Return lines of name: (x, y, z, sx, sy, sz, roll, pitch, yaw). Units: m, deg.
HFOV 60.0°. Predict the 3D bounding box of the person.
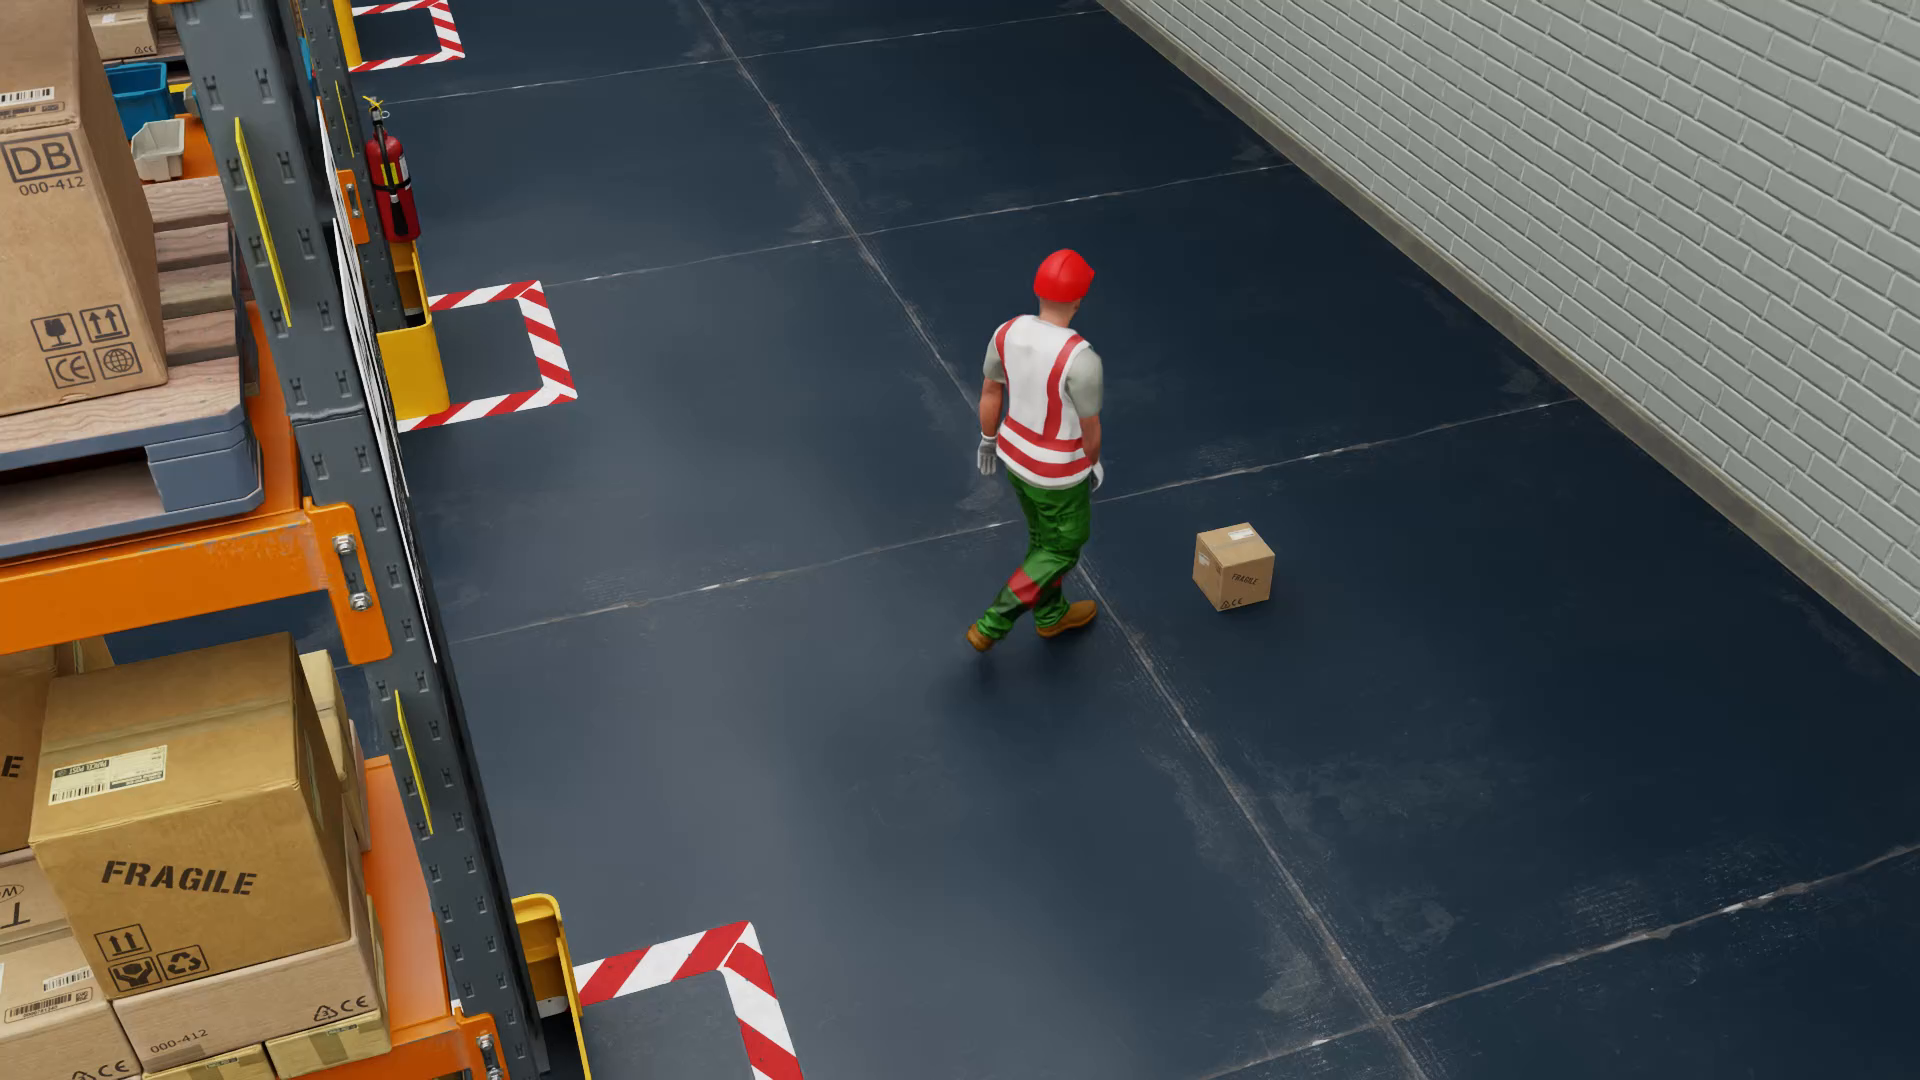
person: (0.270, -0.293, 6.510, 0.716, 1.784, 0.561, -24, 43, -28)
